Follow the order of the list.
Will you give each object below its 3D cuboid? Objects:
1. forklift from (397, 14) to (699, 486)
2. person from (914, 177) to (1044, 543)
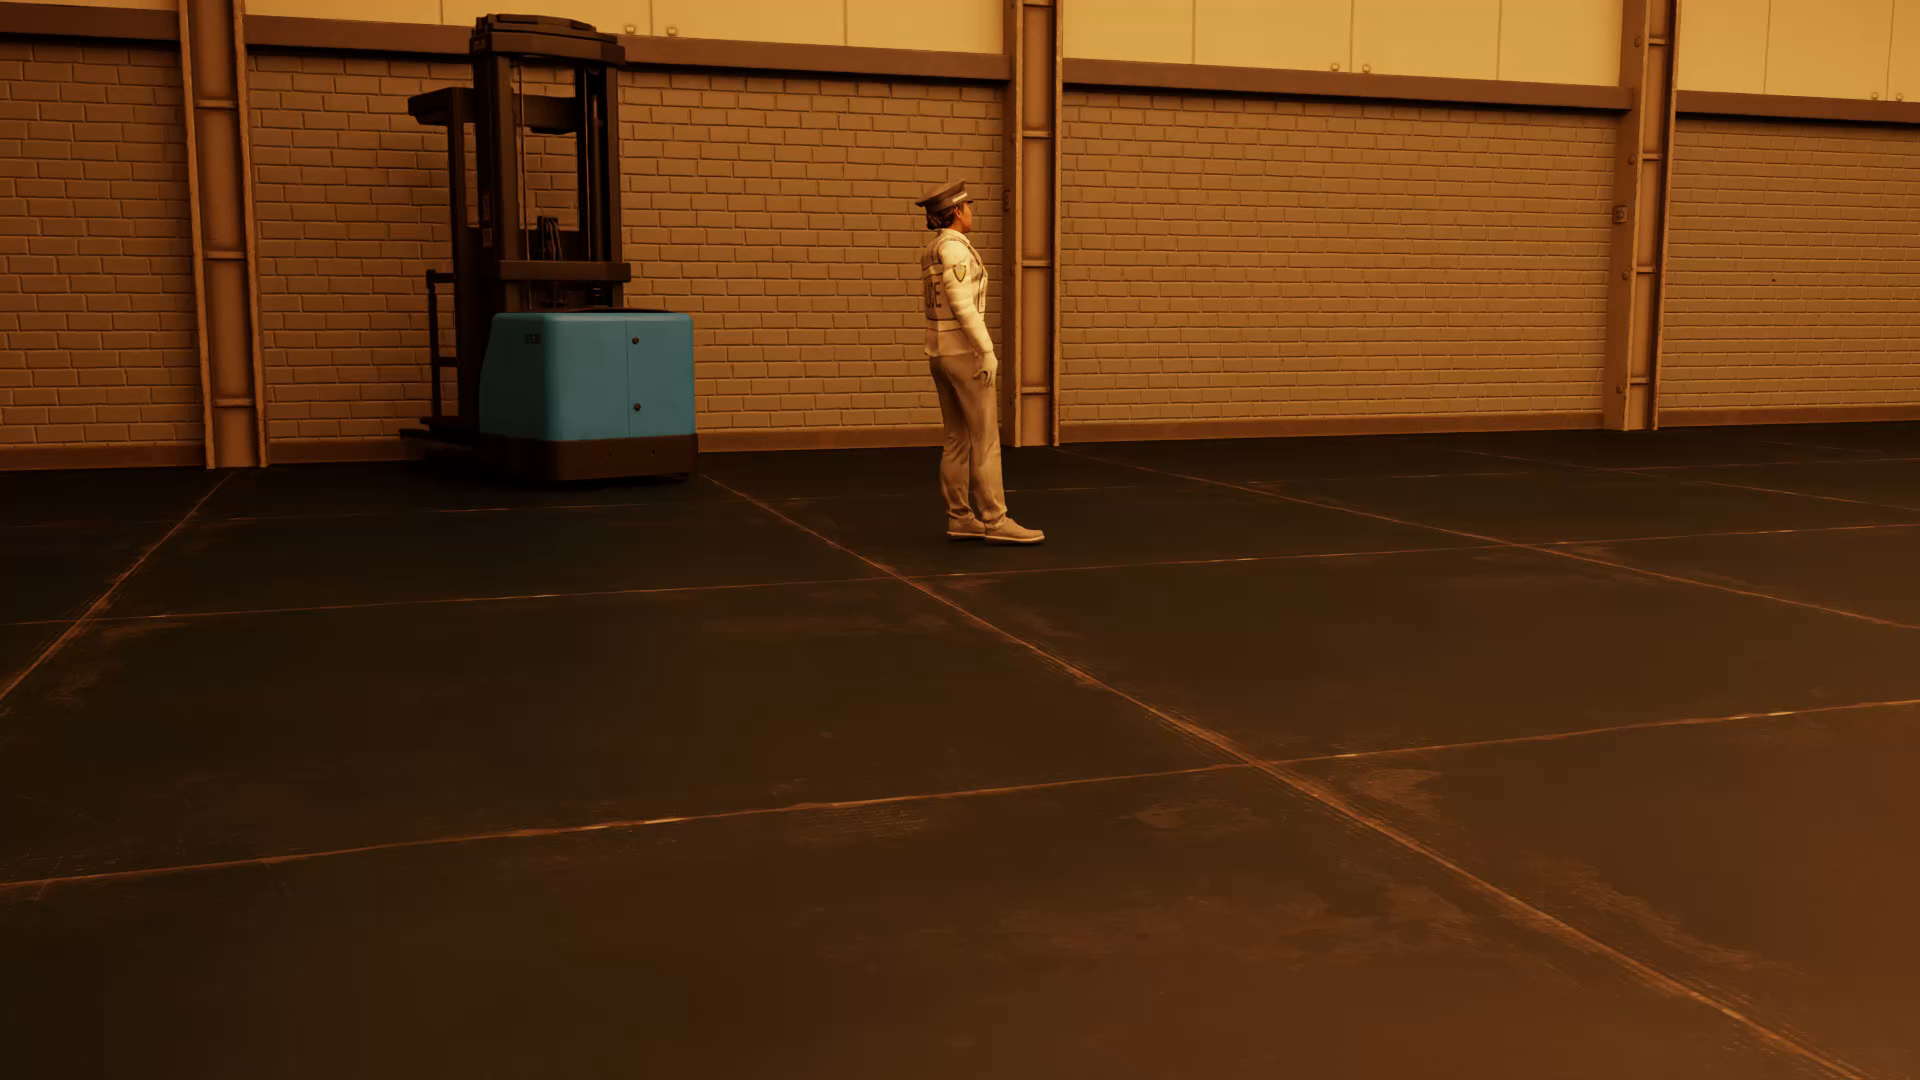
[{"bbox_3d":[-2.993,-1.930,11.239,1.130,2.935,3.031,-6,10,-39],"label":"forklift"},{"bbox_3d":[0.067,-0.849,7.824,0.531,1.695,0.588,-3,8,-18],"label":"person"}]
